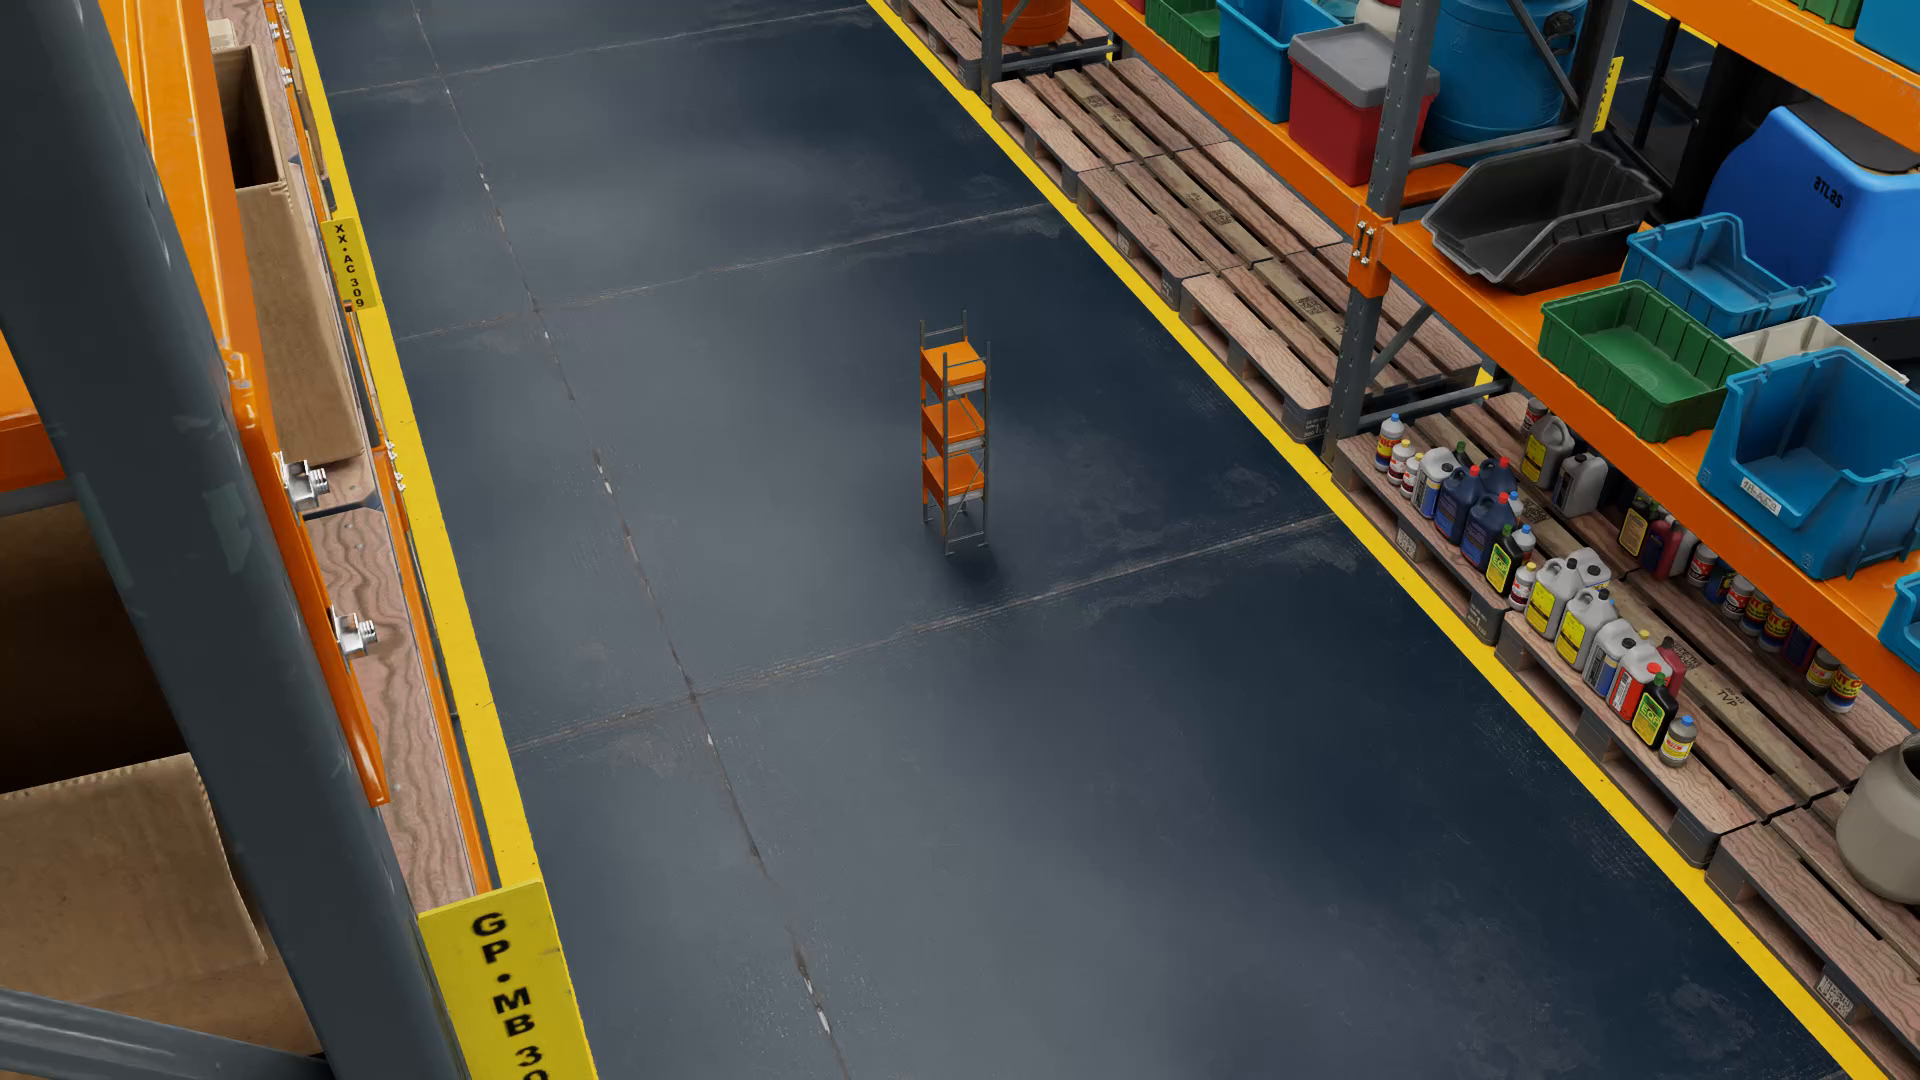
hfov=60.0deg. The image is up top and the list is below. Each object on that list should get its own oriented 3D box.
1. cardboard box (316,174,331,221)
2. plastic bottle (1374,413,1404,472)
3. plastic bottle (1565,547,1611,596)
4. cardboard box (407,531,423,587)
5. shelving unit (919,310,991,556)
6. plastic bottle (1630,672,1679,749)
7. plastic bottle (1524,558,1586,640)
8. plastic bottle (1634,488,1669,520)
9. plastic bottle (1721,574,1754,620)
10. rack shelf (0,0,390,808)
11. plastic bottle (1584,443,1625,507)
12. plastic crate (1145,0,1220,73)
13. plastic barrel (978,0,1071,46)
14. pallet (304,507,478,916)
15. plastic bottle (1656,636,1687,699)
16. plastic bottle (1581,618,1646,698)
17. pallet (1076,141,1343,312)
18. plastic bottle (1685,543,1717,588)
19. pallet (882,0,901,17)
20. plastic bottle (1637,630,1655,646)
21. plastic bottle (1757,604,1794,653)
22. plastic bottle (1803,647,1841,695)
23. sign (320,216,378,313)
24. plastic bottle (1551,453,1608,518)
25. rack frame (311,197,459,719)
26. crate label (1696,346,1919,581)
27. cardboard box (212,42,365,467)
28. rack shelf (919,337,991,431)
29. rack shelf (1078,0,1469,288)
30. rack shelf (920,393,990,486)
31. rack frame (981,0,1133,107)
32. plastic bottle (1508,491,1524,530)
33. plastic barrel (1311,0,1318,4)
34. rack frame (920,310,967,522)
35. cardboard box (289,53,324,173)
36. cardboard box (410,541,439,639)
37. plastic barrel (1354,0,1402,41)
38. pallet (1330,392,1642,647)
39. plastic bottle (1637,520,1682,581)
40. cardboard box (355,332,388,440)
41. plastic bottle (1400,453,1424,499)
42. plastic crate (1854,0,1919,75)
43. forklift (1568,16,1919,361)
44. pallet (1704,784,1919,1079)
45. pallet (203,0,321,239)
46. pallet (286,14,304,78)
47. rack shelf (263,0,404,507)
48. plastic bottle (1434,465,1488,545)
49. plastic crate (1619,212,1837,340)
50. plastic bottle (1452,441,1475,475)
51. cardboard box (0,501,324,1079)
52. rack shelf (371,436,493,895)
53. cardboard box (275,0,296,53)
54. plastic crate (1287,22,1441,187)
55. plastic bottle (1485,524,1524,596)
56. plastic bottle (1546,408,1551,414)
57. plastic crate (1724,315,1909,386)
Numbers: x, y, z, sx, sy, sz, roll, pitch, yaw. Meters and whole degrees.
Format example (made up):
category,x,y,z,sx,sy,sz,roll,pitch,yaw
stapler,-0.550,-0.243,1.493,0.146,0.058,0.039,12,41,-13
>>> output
category,x,y,z,sx,sy,sz,roll,pitch,yaw
cardboard box,-3.329,-1.539,8.096,0.500,0.311,0.500,-16,43,-18
plastic bottle,1.863,-0.430,7.205,0.097,0.271,0.097,0,41,0
plastic bottle,2.434,0.174,6.499,0.152,0.276,0.135,-15,43,-17
cardboard box,-2.359,-0.006,6.313,0.500,0.311,0.500,-15,43,-17
shelving unit,-0.020,-0.430,6.945,0.215,1.050,0.252,-15,43,-17
plastic bottle,2.508,0.611,5.985,0.061,0.283,0.133,-14,43,-16
plastic bottle,2.307,0.198,6.414,0.144,0.351,0.185,-15,43,-17
plastic bottle,2.856,-0.136,6.801,0.144,0.351,0.185,-15,43,-17
plastic bottle,3.064,0.208,6.516,0.097,0.201,0.097,0,41,0
rack shelf,-1.666,-1.011,2.383,1.077,0.370,4.000,-15,43,-17
plastic bottle,2.733,-0.330,7.027,0.144,0.351,0.185,-17,44,-19
plastic crate,1.219,-2.498,8.016,0.450,0.188,0.662,-15,43,-17
plastic barrel,0.413,-3.636,10.520,0.600,0.830,0.708,-15,43,-17
pallet,-1.148,0.508,2.126,1.003,0.211,1.213,-15,43,-17
plastic bottle,2.596,0.491,6.125,0.061,0.283,0.133,-15,43,-17
plastic bottle,2.445,0.437,6.193,0.152,0.276,0.135,-16,43,-18
pallet,1.339,-1.741,9.113,1.003,0.211,1.213,-15,43,-17
plastic bottle,2.985,0.084,6.660,0.097,0.201,0.097,0,41,0
pallet,-0.187,-4.150,11.914,1.003,0.211,1.213,-15,43,-17
plastic bottle,2.553,0.423,6.266,0.097,0.201,0.097,0,41,0
plastic bottle,3.140,0.302,6.354,0.097,0.271,0.097,0,41,0
plastic bottle,3.231,0.472,6.209,0.097,0.201,0.097,0,41,0
sign,-1.919,-0.863,5.229,0.100,0.325,0.005,-15,43,-17
plastic bottle,2.605,-0.250,6.991,0.152,0.276,0.135,-15,43,-17
rack frame,-2.431,-0.366,5.375,1.000,3.000,0.127,-15,43,-17
crate label,2.723,-0.244,5.206,0.502,0.435,0.616,-15,43,-17
cardboard box,-1.284,-0.412,2.622,0.500,0.500,0.500,-15,43,-17
rack shelf,-0.020,-0.637,6.767,0.215,0.259,0.240,-15,43,-17
rack shelf,1.381,-2.531,8.445,1.077,0.370,4.000,-15,43,-17
rack shelf,-0.020,-0.422,6.952,0.215,0.259,0.240,-15,43,-17
rack frame,0.616,-4.009,9.611,1.000,3.000,0.127,-15,43,-17
plastic bottle,2.239,-0.085,6.803,0.097,0.271,0.097,0,41,0
plastic barrel,1.702,-2.724,8.013,0.433,0.535,0.433,0,41,0
rack frame,-0.067,-0.504,7.031,0.200,1.050,0.008,-15,43,-17
cardboard box,-3.872,-2.340,9.250,0.500,0.500,0.500,-13,42,-15
cardboard box,-2.357,0.213,6.489,0.500,0.250,0.500,-16,43,-18
plastic barrel,1.983,-2.282,7.499,0.433,0.535,0.433,0,41,0
pallet,2.365,-0.127,7.236,1.003,0.211,1.213,-15,43,-17
plastic bottle,2.816,0.016,6.677,0.061,0.283,0.133,-15,43,-17
cardboard box,-2.745,-0.621,7.028,0.500,0.311,0.500,-16,43,-18
plastic bottle,1.941,-0.281,7.085,0.097,0.201,0.097,0,41,0
plastic crate,2.669,-1.395,4.283,0.392,0.384,0.575,-15,43,-17
forklift,4.302,-2.912,8.388,1.130,2.935,3.031,-7,41,-8
pallet,3.298,1.343,5.527,1.003,0.211,1.213,-15,43,-17
pallet,-2.081,-0.962,3.836,1.003,0.211,1.213,-15,43,-17
pallet,-4.676,-2.911,10.473,1.003,0.211,1.213,-15,43,-17
rack shelf,-3.197,-1.298,7.010,1.077,0.370,4.000,-15,43,-17
plastic bottle,2.072,-0.172,6.844,0.144,0.351,0.185,-14,43,-16
plastic crate,2.821,-0.944,6.161,0.499,0.251,0.616,-15,43,-17
plastic bottle,2.110,-0.274,7.014,0.061,0.283,0.133,-15,43,-17
cardboard box,-1.117,0.308,1.782,0.797,0.503,0.637,-12,42,-14
rack shelf,-1.666,1.112,4.208,1.077,0.370,4.000,-15,43,-17
cardboard box,-4.265,-2.957,9.968,0.500,0.500,0.500,-16,43,-17
plastic crate,1.678,-1.839,7.039,0.402,0.464,0.583,-15,43,-17
plastic bottle,2.169,0.077,6.606,0.061,0.283,0.133,-13,42,-15
plastic bottle,2.635,-0.529,7.310,0.061,0.283,0.133,-13,42,-15
plastic crate,3.002,-0.584,5.831,0.530,0.136,0.437,-15,43,-17
